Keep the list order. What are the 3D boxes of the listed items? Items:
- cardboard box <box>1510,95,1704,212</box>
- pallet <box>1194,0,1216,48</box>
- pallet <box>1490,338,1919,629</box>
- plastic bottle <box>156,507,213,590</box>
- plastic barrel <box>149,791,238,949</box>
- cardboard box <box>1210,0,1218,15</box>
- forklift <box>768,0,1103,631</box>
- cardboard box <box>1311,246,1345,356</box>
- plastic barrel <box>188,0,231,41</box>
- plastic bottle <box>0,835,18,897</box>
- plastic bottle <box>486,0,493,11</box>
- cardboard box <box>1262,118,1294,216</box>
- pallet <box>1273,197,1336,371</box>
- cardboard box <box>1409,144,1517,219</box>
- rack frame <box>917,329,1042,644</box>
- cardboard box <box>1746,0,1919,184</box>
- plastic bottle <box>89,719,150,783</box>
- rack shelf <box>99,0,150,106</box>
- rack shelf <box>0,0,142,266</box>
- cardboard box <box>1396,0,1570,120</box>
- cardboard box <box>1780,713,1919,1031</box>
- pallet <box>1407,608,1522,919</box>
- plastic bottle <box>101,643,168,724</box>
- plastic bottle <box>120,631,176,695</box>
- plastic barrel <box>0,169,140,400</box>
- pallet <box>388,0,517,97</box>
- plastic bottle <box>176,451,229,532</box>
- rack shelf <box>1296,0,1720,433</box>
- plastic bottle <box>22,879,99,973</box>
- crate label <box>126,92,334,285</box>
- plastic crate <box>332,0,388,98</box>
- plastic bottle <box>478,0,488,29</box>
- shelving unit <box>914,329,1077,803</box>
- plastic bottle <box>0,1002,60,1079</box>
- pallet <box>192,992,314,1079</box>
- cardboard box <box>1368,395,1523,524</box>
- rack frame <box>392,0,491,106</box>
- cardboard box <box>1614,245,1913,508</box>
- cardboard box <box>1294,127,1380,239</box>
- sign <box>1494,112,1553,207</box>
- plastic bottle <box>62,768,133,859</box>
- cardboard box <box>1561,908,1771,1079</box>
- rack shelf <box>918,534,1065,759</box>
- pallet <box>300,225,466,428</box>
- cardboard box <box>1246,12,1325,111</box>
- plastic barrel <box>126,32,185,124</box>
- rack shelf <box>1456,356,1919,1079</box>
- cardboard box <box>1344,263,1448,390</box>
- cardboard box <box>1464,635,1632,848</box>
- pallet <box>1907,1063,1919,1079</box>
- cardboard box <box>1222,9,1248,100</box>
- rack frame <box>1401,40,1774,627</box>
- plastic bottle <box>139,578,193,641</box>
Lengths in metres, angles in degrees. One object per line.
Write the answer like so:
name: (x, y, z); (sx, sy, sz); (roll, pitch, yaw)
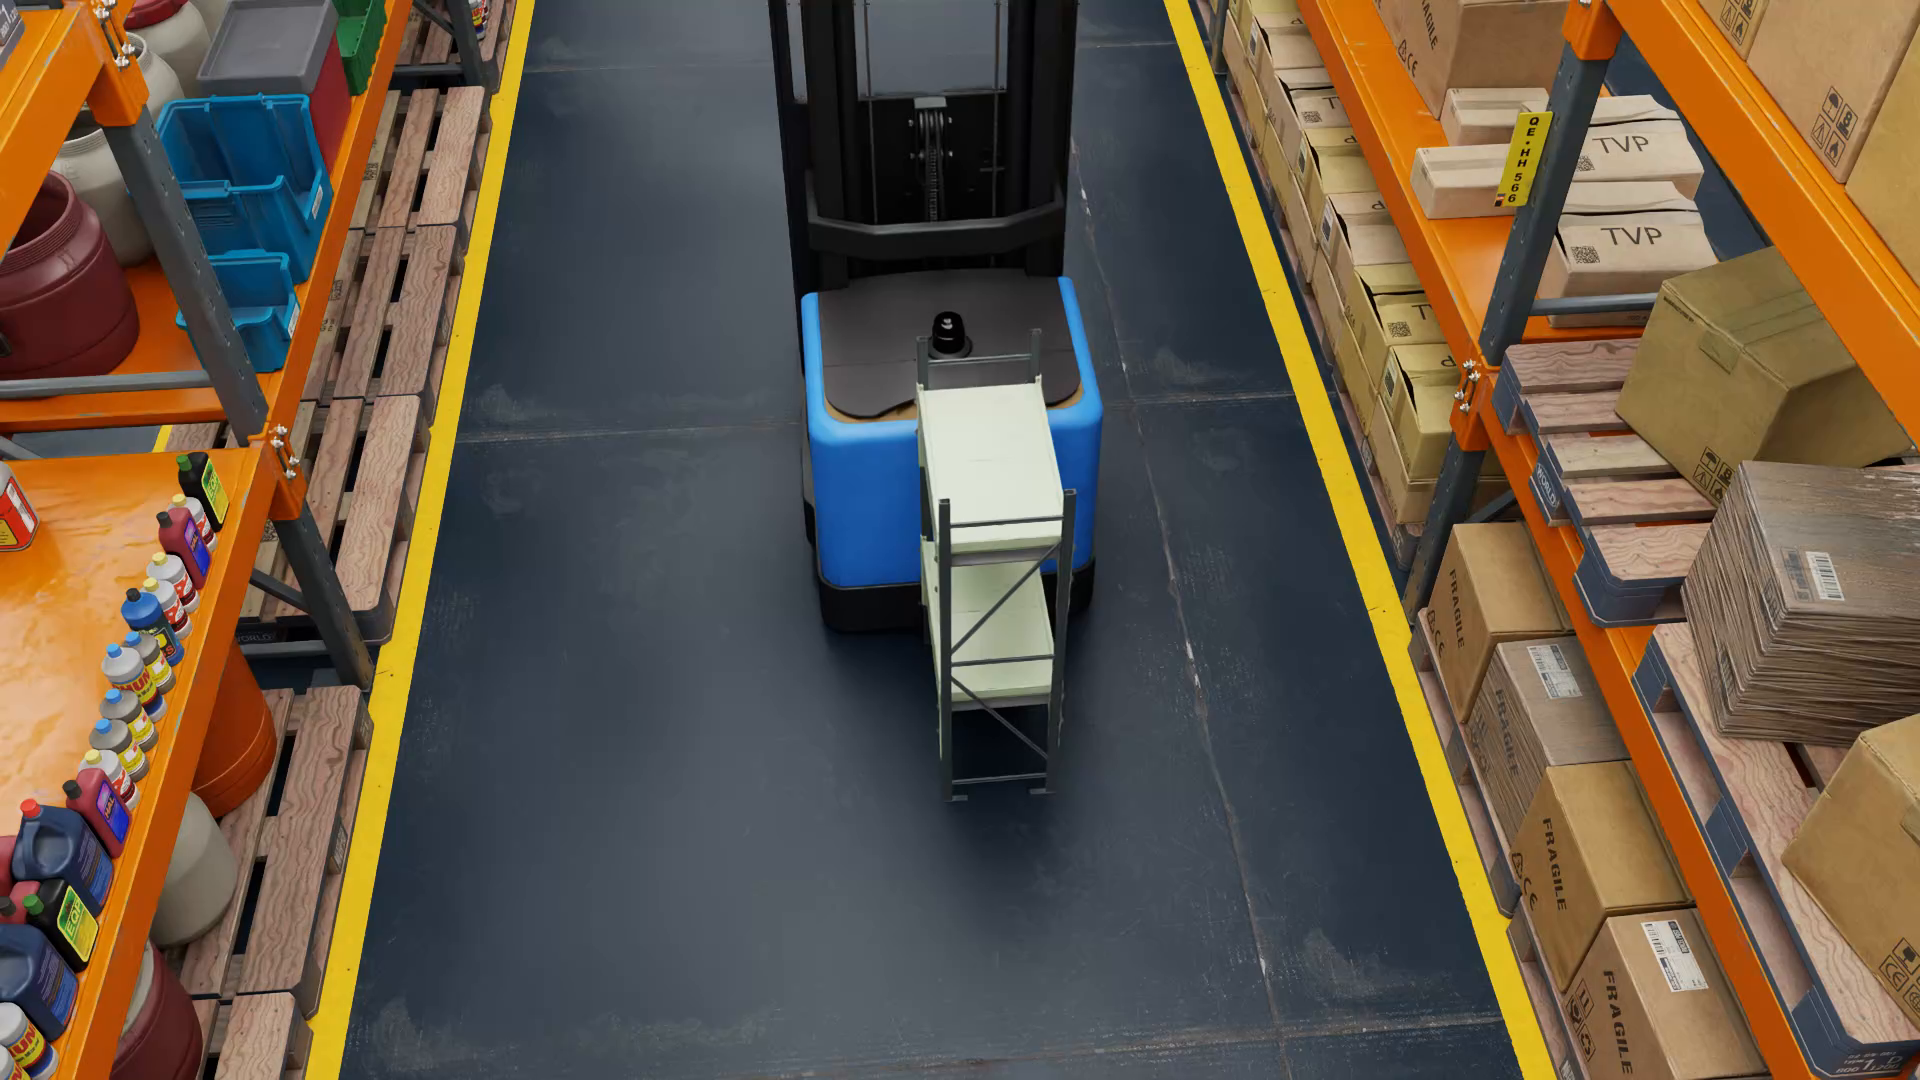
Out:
cardboard box: (2.349, -1.398, 6.069); (0.500, 0.311, 0.500); (-4, 47, -4)
pallet: (1.871, -3.283, 9.714); (1.003, 0.211, 1.213); (-3, 47, -3)
pallet: (2.358, -0.218, 5.022); (1.213, 0.211, 1.003); (-3, 47, -3)
plastic bottle: (-2.227, 0.002, 4.762); (0.061, 0.283, 0.133); (-3, 47, -3)
plastic barrel: (-2.511, 0.996, 5.165); (0.421, 0.512, 0.421); (0, 47, 0)
cardboard box: (1.640, -3.185, 9.305); (0.500, 0.250, 0.500); (-3, 47, -3)
forklift: (-0.155, -1.736, 6.375); (1.130, 2.935, 3.031); (-4, 47, -4)
cardboard box: (1.858, -1.071, 7.303); (0.500, 0.250, 0.500); (-3, 47, -2)
plastic barrel: (-3.117, -2.176, 6.651); (0.433, 0.535, 0.433); (0, 47, 0)
plastic bottle: (-2.279, 0.805, 4.002); (0.061, 0.283, 0.133); (-3, 47, -3)
plastic bottle: (-2.684, -3.070, 9.164); (0.152, 0.276, 0.135); (-2, 47, -2)
cardboard box: (1.771, -1.811, 8.004); (0.500, 0.250, 0.500); (-5, 47, -5)
pallet: (2.102, -1.290, 7.826); (1.003, 0.211, 1.213); (-3, 47, -3)
cardboard box: (1.880, -1.317, 6.105); (0.380, 0.149, 0.250); (-3, 47, -3)
rack frame: (0.062, -0.138, 5.848); (0.400, 1.500, 0.023); (-4, 47, -4)
cardboard box: (2.344, -1.153, 3.641); (0.910, 0.500, 0.500); (-3, 47, -3)
plastic bottle: (-2.187, 0.538, 4.312); (0.097, 0.201, 0.097); (0, 47, 0)
rack shelf: (-2.873, -2.703, 5.673); (1.077, 0.370, 4.000); (-3, 47, -3)
rack shelf: (-2.538, 0.191, 2.932); (1.077, 0.370, 4.000); (-3, 47, -3)
cardboard box: (2.074, -2.017, 6.526); (0.500, 0.500, 0.500); (-6, 47, -5)
cardboard box: (2.357, 0.671, 3.691); (0.700, 0.500, 0.500); (-14, 48, -13)
pallet: (2.256, 0.732, 5.912); (1.003, 0.211, 1.213); (-3, 47, -3)
plastic bottle: (-2.203, 0.373, 4.420); (0.097, 0.271, 0.097); (0, 47, 0)
plastic bottle: (-2.211, 0.326, 4.512); (0.097, 0.201, 0.097); (0, 47, 0)
plastic barrel: (-3.046, -0.836, 5.382); (0.600, 0.536, 0.708); (-3, 47, -3)
pallet: (-3.055, -2.895, 9.346); (1.003, 0.211, 1.213); (-3, 47, -3)
plastic bottle: (-2.246, -0.165, 4.920); (0.061, 0.283, 0.133); (-3, 47, -3)
rack shelf: (2.064, -1.969, 7.045); (1.077, 0.370, 4.000); (-3, 47, -3)
plastic bottle: (-2.124, 0.893, 3.919); (0.061, 0.283, 0.133); (-3, 47, -3)
crate label: (-2.519, -1.219, 5.814); (0.502, 0.435, 0.616); (-3, 47, -3)
plastic crate: (-2.613, -2.050, 6.771); (0.450, 0.188, 0.662); (-3, 47, -3)
plastic bottle: (-2.638, -2.885, 9.041); (0.097, 0.201, 0.097); (0, 47, 0)
shelving unit: (0.100, 0.126, 5.598); (0.431, 1.500, 0.755); (-4, 47, -4)
plastic bottle: (-2.117, 1.115, 3.717); (0.097, 0.271, 0.097); (0, 47, 0)
pallet: (-2.499, 1.936, 4.771); (1.003, 0.211, 1.213); (-3, 47, -3)
cardboard box: (1.944, -0.335, 6.605); (0.500, 0.250, 0.500); (-2, 47, -2)
rack frame: (-3.040, -3.365, 7.871); (1.000, 3.000, 0.127); (-3, 47, -3)
cardboard box: (2.396, -0.500, 4.799); (0.700, 0.500, 0.500); (-18, 49, -16)
cardboard box: (1.813, -1.629, 7.445); (0.500, 0.311, 0.500); (-2, 47, -2)
sign: (1.678, -1.132, 4.959); (0.100, 0.325, 0.005); (-3, 47, -3)
plastic bottle: (-2.151, 0.662, 4.137); (0.061, 0.283, 0.133); (-3, 47, -3)
cardboard box: (2.120, 1.404, 4.773); (0.500, 0.500, 0.500); (-5, 47, -5)
rack shelf: (0.100, 0.350, 5.834); (0.431, 0.370, 0.720); (-4, 47, -4)
pallet: (-2.830, -0.956, 7.510); (1.003, 0.211, 1.213); (-3, 47, -3)
cardboard box: (1.719, -2.379, 8.155); (0.500, 0.311, 0.500); (-4, 47, -4)
plastic barrel: (-3.039, -1.546, 6.071); (0.421, 0.512, 0.421); (0, 47, 0)
rack shelf: (2.399, 0.925, 4.304); (1.077, 0.370, 4.000); (-3, 47, -3)
cardboard box: (1.892, -0.901, 6.756); (0.500, 0.311, 0.500); (-4, 47, -4)
cardboard box: (2.034, 0.664, 5.474); (0.500, 0.500, 0.500); (-5, 47, -5)
pallet: (2.608, 1.605, 3.296); (1.003, 0.211, 1.213); (-3, 47, -3)
cardboard box: (1.683, -2.556, 8.709); (0.500, 0.250, 0.500); (-5, 47, -4)
rack frame: (2.231, -0.770, 5.413); (1.000, 3.000, 0.127); (-3, 47, -3)
plastic bottle: (-2.227, 0.186, 4.645); (0.097, 0.201, 0.097); (0, 47, 0)
